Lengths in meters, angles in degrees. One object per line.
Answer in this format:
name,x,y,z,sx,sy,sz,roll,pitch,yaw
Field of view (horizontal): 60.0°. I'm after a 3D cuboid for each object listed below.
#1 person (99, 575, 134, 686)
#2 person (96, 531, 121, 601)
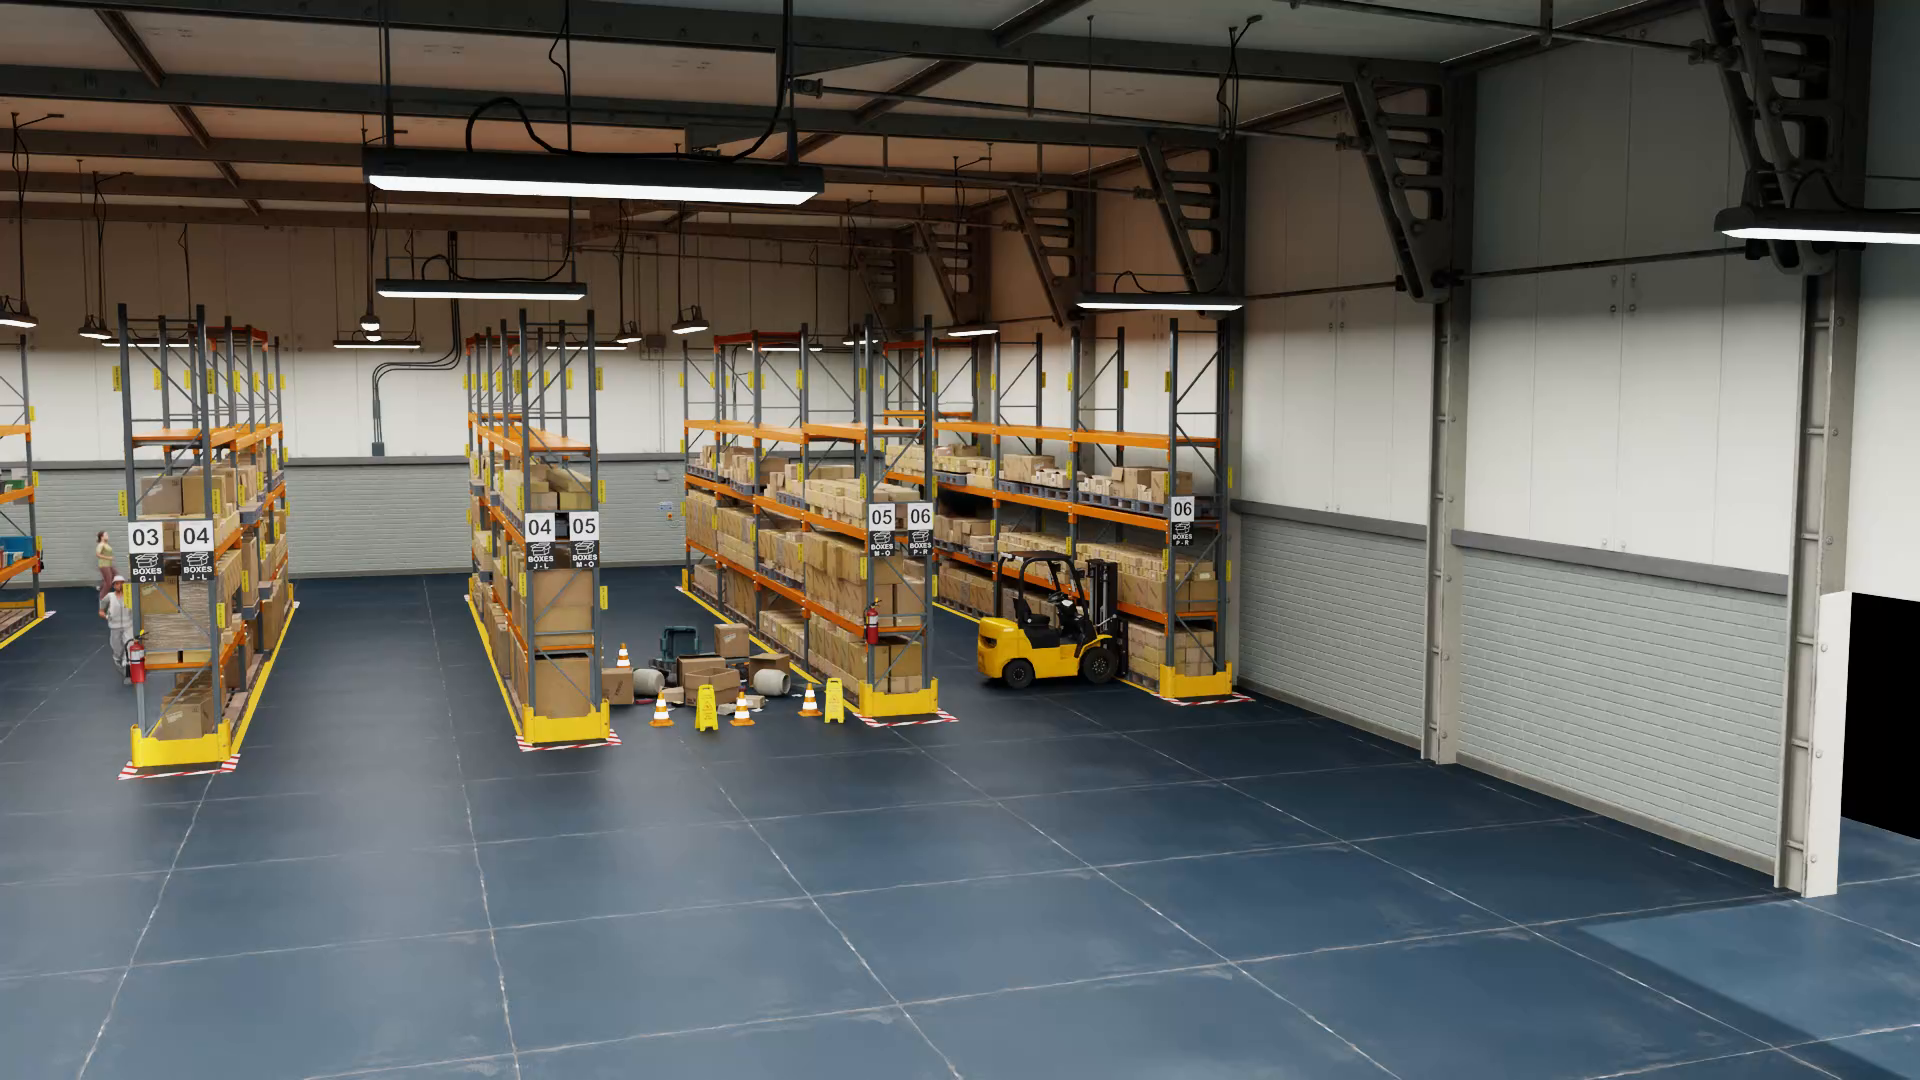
person,-13.963,1.479,27.700,0.655,1.793,0.985,-3,6,-28
person,-19.398,0.625,37.804,0.523,1.583,0.599,-1,6,-11
